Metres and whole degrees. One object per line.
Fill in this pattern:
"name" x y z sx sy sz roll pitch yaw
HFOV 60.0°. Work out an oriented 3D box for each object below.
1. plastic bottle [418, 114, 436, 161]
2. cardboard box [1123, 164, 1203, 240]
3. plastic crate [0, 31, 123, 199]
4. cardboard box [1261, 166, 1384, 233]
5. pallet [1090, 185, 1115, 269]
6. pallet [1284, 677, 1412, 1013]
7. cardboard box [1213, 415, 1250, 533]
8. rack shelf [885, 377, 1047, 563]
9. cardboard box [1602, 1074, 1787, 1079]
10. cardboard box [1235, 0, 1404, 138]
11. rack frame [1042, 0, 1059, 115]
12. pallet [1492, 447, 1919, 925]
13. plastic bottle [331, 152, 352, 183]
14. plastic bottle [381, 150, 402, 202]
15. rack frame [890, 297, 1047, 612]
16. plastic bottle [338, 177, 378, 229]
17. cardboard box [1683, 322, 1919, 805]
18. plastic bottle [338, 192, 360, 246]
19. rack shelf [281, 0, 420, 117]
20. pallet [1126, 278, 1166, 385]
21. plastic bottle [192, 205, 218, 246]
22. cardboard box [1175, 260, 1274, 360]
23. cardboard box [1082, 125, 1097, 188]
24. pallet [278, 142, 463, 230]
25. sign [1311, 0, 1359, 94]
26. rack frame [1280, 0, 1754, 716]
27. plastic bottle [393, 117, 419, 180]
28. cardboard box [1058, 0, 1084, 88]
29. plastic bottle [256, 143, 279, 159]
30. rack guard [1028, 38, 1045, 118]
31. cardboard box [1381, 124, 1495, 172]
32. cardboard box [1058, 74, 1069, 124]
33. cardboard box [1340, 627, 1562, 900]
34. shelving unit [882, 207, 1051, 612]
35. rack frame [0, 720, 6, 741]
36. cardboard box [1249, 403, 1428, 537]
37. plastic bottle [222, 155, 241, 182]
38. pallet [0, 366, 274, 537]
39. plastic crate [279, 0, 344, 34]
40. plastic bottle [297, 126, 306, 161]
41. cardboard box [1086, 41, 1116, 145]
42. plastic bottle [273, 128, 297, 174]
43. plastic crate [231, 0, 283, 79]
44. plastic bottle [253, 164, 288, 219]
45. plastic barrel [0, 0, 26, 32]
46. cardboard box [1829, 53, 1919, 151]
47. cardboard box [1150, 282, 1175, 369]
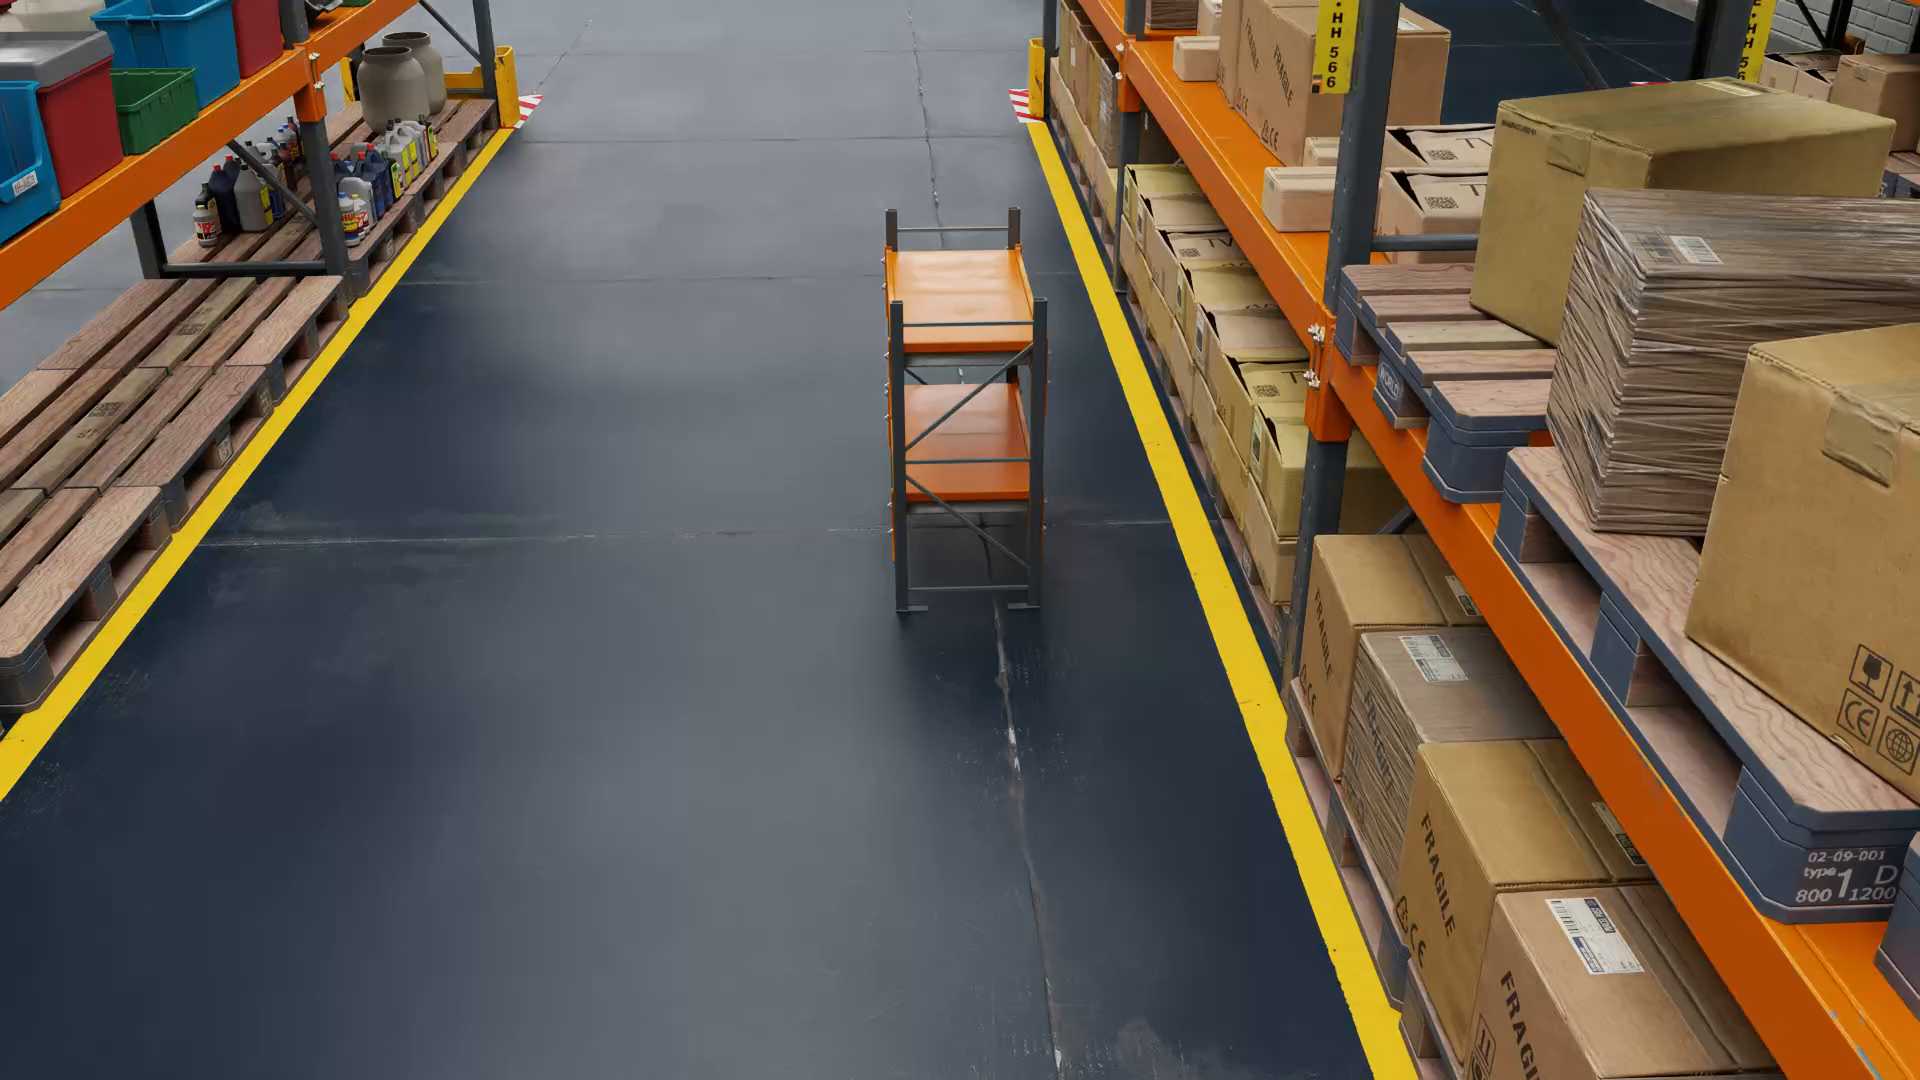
"plastic bottle" -3.286 -2.488 10.238 0.061 0.283 0.133 -1 28 -1
"cardboard box" 1.084 -1.678 8.136 0.500 0.311 0.500 -1 28 -2
"plastic crate" -3.205 -1.476 5.767 0.402 0.464 0.583 -1 28 -3
"cardboard box" 1.197 -1.109 5.404 0.380 0.149 0.250 -1 28 -3
"pallet" 1.312 -1.791 9.455 1.003 0.211 1.213 -1 28 -3
"pallet" 1.521 0.770 4.545 1.003 0.211 1.213 -1 28 -3
"cardboard box" 1.219 -0.254 6.012 0.500 0.250 0.500 -2 28 -3
"rack shelf" 0.000 -0.279 6.097 0.538 0.278 1.000 -1 28 -3
"cardboard box" 1.374 1.268 2.803 0.500 0.500 0.500 -1 28 -2
"cardboard box" 1.389 -1.874 6.491 0.500 0.500 0.500 -1 28 -3
"rack frame" 1.102 -4.506 11.646 1.000 3.000 0.127 -1 28 -3
"pallet" 1.626 0.171 2.885 1.003 0.211 1.213 -1 28 -3
"plastic bottle" -3.407 -1.941 9.117 0.144 0.351 0.185 -1 28 -3
"plastic bottle" -3.240 -2.079 9.454 0.061 0.283 0.133 0 28 0
"rack frame" 0.027 -0.261 5.534 0.500 1.125 0.032 -1 28 -3
"plastic bottle" -3.259 -1.835 8.994 0.152 0.276 0.135 0 28 -1
"cardboard box" 1.575 -0.009 2.462 0.700 0.500 0.500 -8 29 -16
"plastic bottle" -3.214 -1.684 8.710 0.097 0.271 0.097 0 28 0
"rack shelf" -3.740 -3.146 9.816 1.077 0.370 4.000 -1 28 -3
"pallet" 1.389 -1.083 8.099 1.003 0.211 1.213 -1 28 -3
"plastic bottle" -3.966 -1.655 8.731 0.097 0.201 0.097 0 28 0
"cardboard box" 1.166 -0.968 6.775 0.500 0.311 0.500 -1 28 -1
"cardboard box" 1.012 -2.297 9.929 0.500 0.250 0.500 -1 28 -3
"pallet" -3.696 -2.181 10.203 1.003 0.211 1.213 -1 28 -3
"sign" 0.966 -1.310 4.266 0.100 0.325 0.005 -1 28 -3
"rack frame" 1.520 -0.812 4.563 1.000 3.000 0.127 -1 28 -3
"plastic bottle" -3.305 -2.314 9.831 0.144 0.351 0.185 0 28 -1
"cardboard box" 0.936 -3.322 11.084 0.500 0.500 0.500 -1 28 -3
"plastic bottle" -3.988 -2.132 9.563 0.152 0.276 0.135 -1 28 -2
"rack guard" 1.101 -3.409 12.246 1.175 0.500 0.348 -1 28 -3
"cardboard box" 1.667 -1.190 5.384 0.500 0.311 0.500 -2 28 -3
"cardboard box" 0.938 -2.989 11.257 0.500 0.250 0.500 -1 28 -3
"cardboard box" 1.291 0.560 4.159 0.500 0.500 0.500 -2 28 -5
"shelving unit" 0.000 -0.496 5.984 0.538 1.125 1.048 -1 28 -3
"rack frame" -3.427 -0.694 4.337 1.000 3.000 0.127 -1 28 -3
"cardboard box" 1.247 -0.263 5.424 0.500 0.311 0.500 -1 28 -1
"plastic bottle" -3.967 -1.941 9.116 0.144 0.351 0.185 -3 28 -5
"pallet" -3.489 -0.378 6.747 1.003 0.211 1.213 -1 28 -3
"plastic crate" -3.536 -2.758 8.362 0.767 0.338 0.504 -1 28 -3
"plastic bottle" -4.056 -2.450 10.254 0.097 0.201 0.097 0 28 0
"cardboard box" 1.024 -2.629 9.756 0.500 0.500 0.500 -1 28 -3
"plastic bottle" -4.038 -2.324 9.938 0.097 0.271 0.097 0 28 0
"plastic crate" -3.305 -2.353 7.449 0.402 0.464 0.583 -1 28 -3
"plastic bottle" -3.820 -1.923 9.162 0.152 0.276 0.135 -1 28 -3
"plastic barrel" -3.766 -1.815 6.340 0.433 0.535 0.433 0 28 0
"cardboard box" 6.014 -2.789 10.582 0.700 0.500 0.500 -3 28 -6
"cardboard box" 1.140 -0.959 7.363 0.500 0.250 0.500 -2 28 -4
